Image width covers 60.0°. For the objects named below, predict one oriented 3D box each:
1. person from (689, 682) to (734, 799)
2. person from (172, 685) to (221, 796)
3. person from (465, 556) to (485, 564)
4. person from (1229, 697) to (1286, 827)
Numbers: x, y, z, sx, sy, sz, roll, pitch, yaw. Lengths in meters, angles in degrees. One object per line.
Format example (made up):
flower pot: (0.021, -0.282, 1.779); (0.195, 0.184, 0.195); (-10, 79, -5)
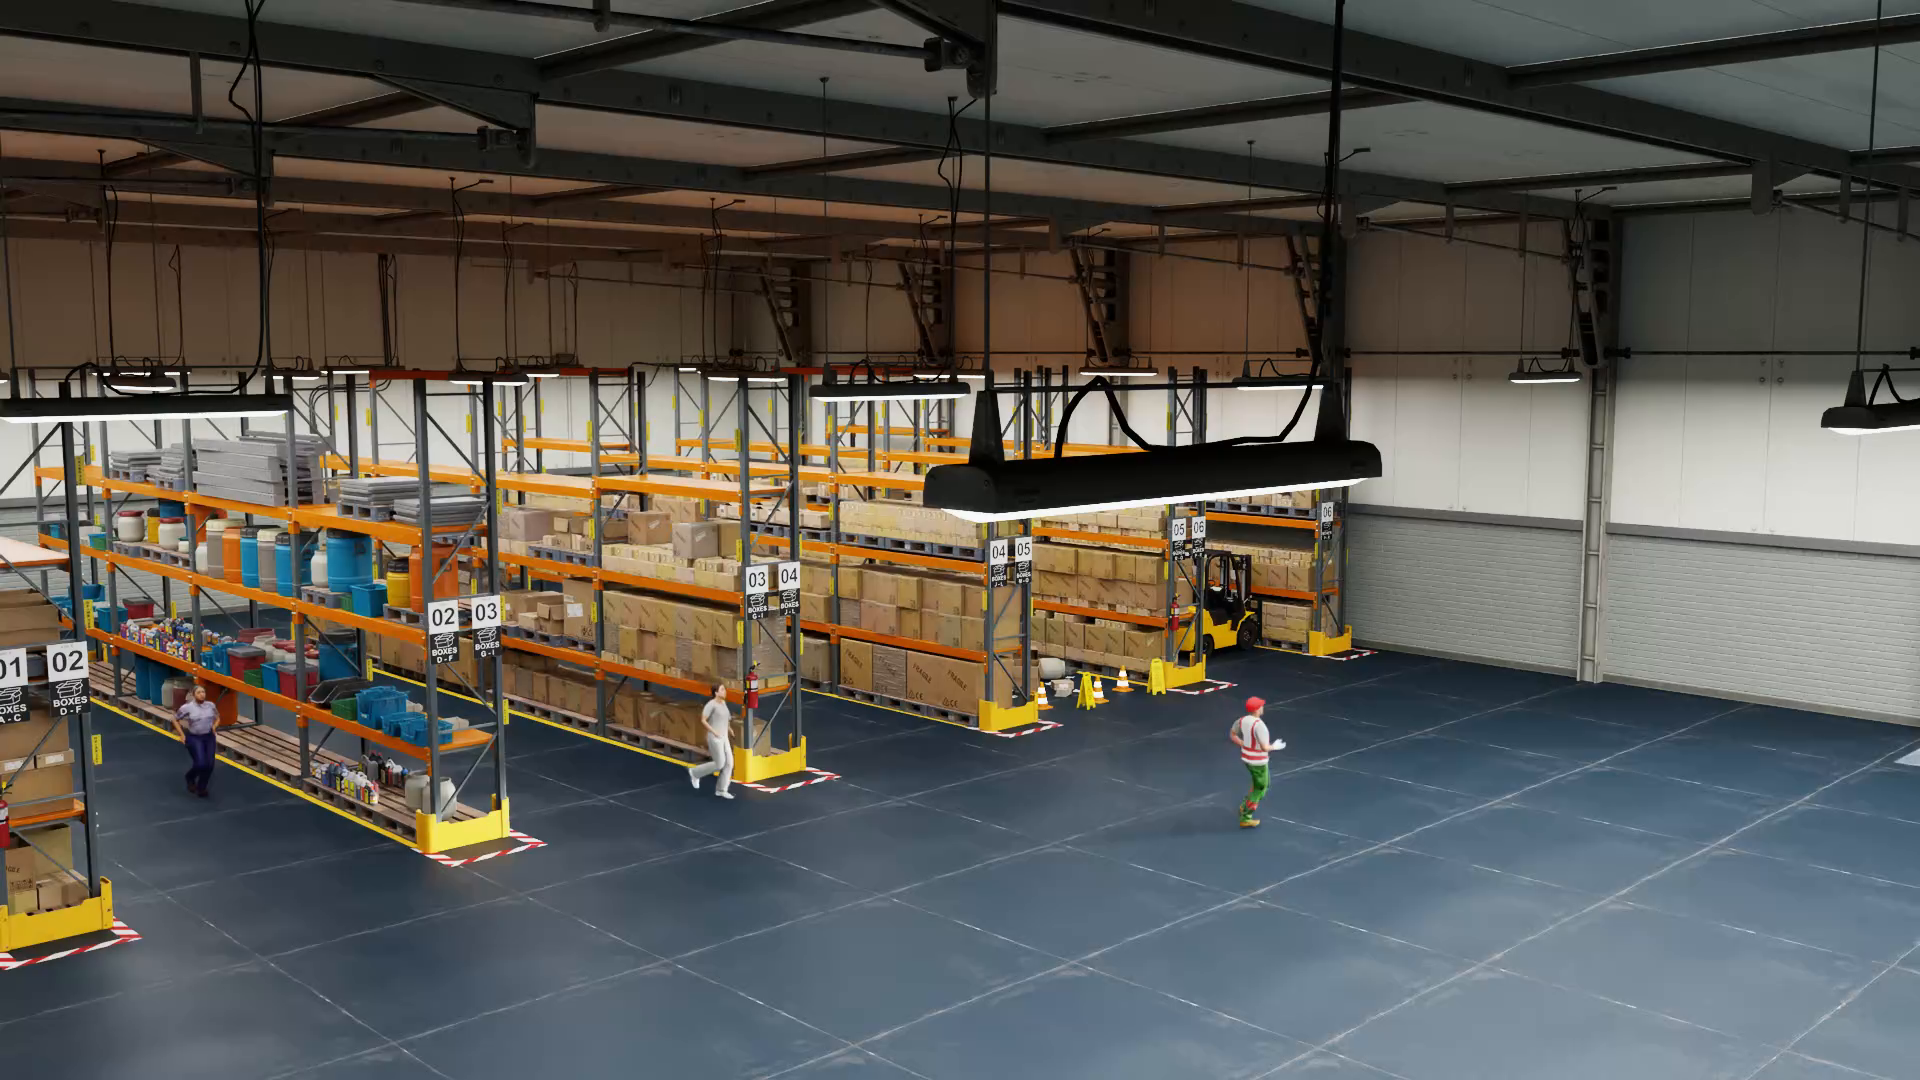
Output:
person: (-3.510, 2.850, 23.848); (0.682, 1.656, 0.594); (2, 7, 21)
person: (-10.778, 2.863, 23.646); (0.559, 1.599, 0.593); (6, 9, 41)
person: (-11.786, 0.996, 39.994); (0.646, 1.677, 0.782); (-5, 8, -37)
person: (3.996, 2.945, 22.205); (0.604, 1.750, 0.640); (-2, 7, -18)
